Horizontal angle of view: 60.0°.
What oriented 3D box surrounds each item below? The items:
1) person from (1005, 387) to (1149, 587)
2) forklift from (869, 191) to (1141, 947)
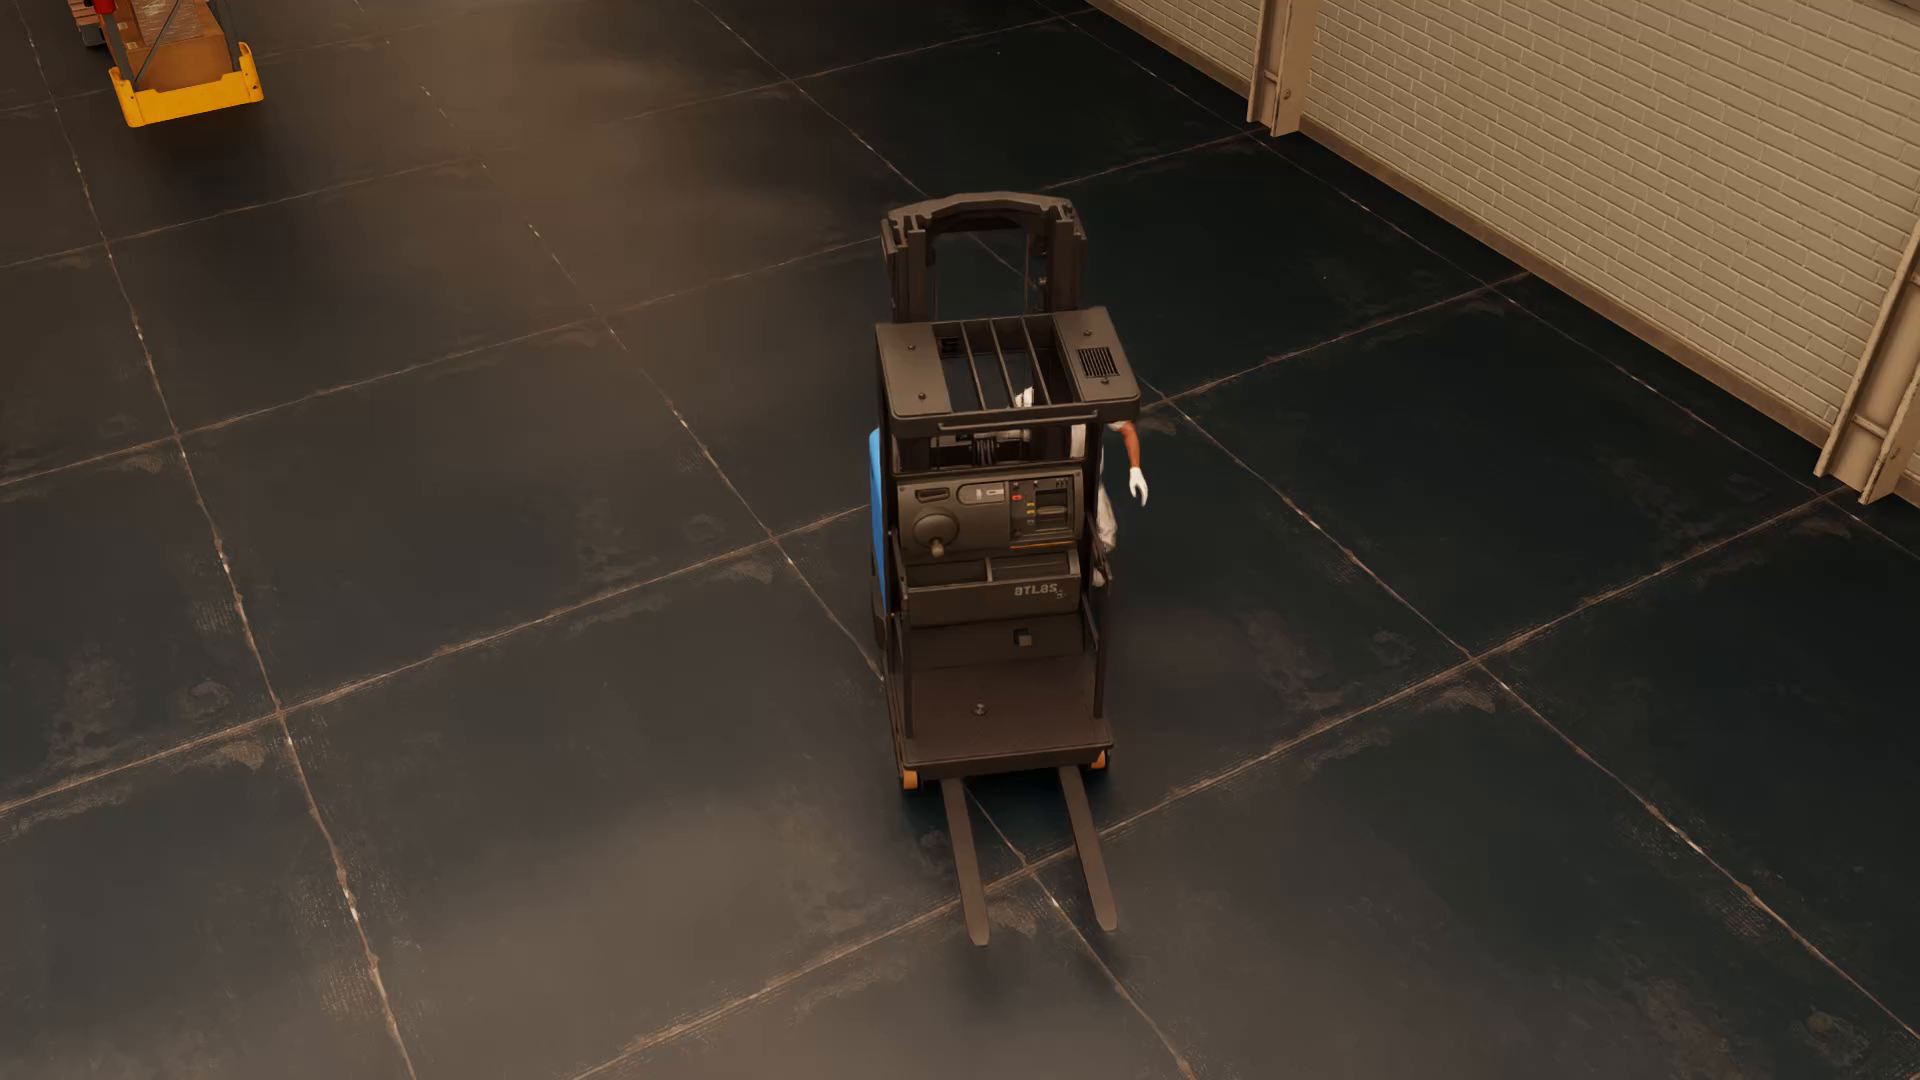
[{"bbox_3d":[0.593,-0.315,9.451,0.942,1.654,0.660,3,40,3],"label":"person"},{"bbox_3d":[0.188,-0.060,8.108,1.130,2.935,3.031,-5,40,-6],"label":"forklift"}]
